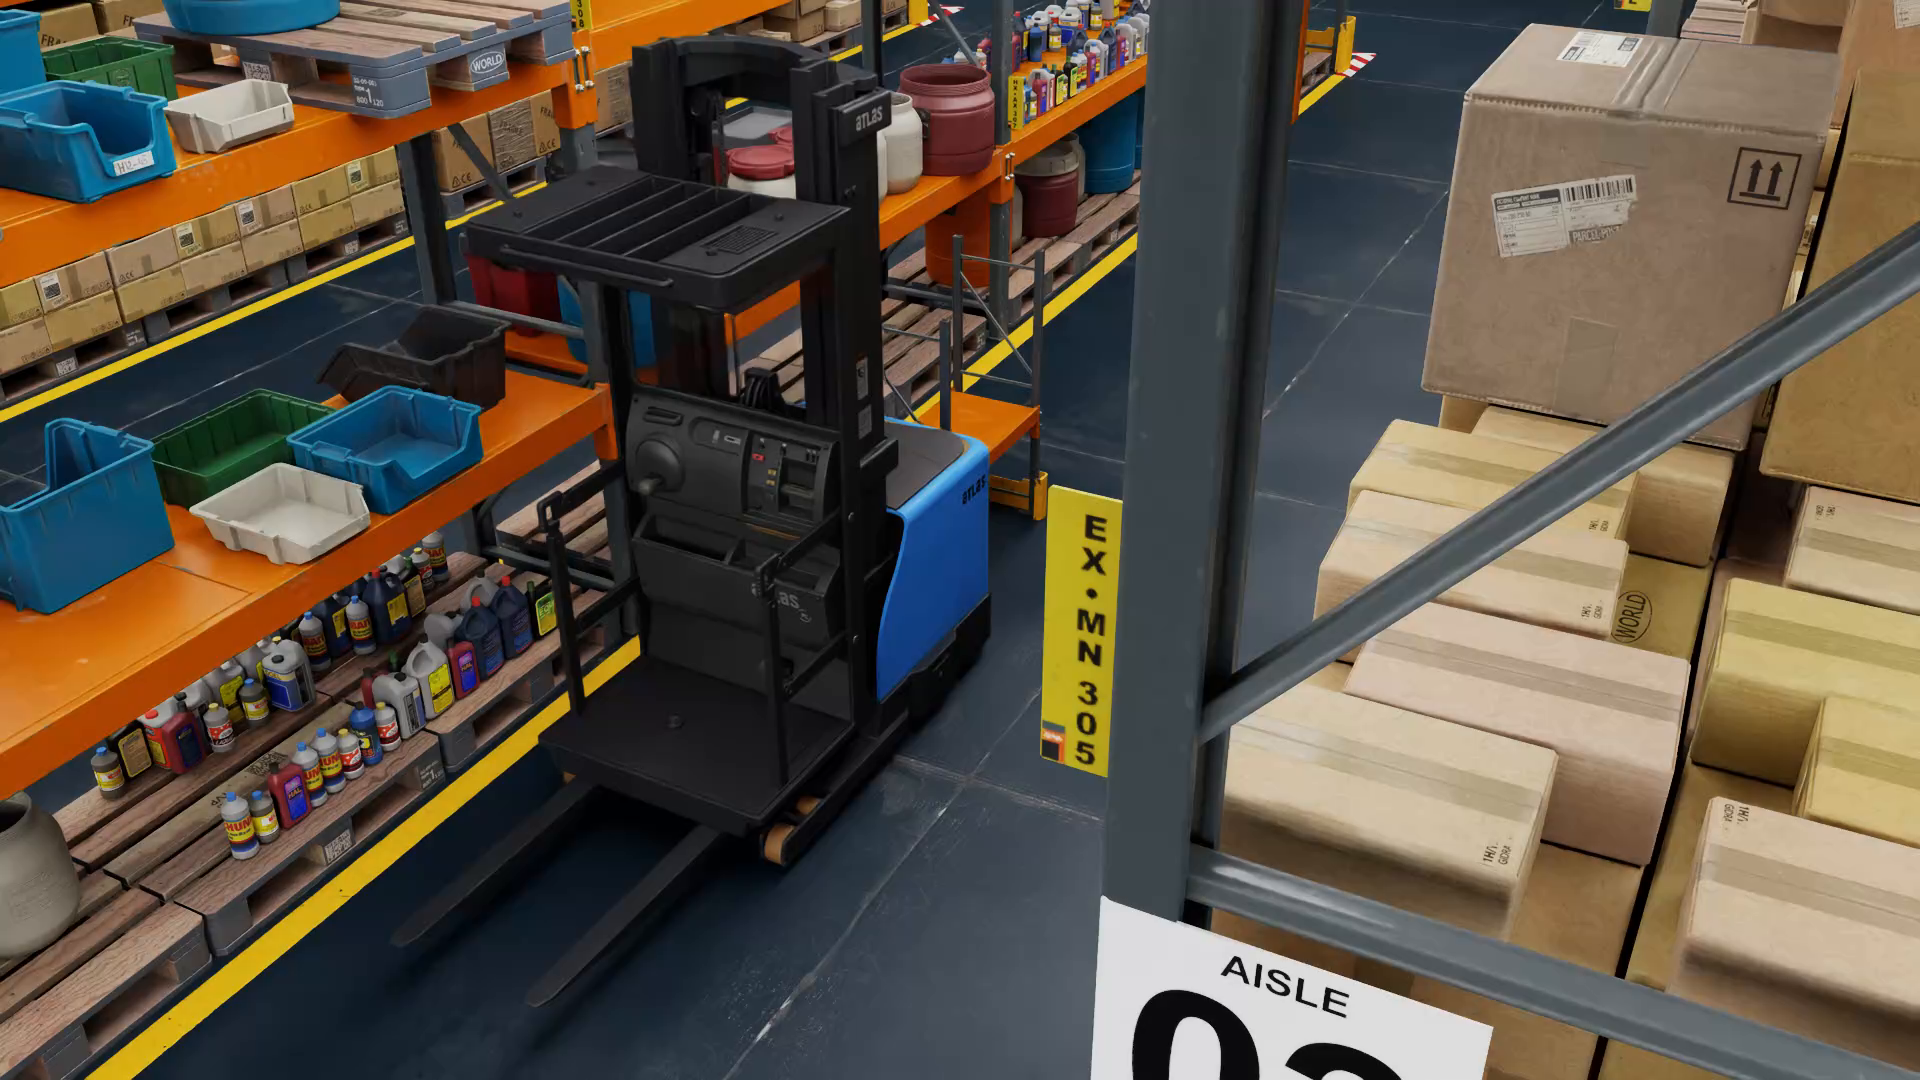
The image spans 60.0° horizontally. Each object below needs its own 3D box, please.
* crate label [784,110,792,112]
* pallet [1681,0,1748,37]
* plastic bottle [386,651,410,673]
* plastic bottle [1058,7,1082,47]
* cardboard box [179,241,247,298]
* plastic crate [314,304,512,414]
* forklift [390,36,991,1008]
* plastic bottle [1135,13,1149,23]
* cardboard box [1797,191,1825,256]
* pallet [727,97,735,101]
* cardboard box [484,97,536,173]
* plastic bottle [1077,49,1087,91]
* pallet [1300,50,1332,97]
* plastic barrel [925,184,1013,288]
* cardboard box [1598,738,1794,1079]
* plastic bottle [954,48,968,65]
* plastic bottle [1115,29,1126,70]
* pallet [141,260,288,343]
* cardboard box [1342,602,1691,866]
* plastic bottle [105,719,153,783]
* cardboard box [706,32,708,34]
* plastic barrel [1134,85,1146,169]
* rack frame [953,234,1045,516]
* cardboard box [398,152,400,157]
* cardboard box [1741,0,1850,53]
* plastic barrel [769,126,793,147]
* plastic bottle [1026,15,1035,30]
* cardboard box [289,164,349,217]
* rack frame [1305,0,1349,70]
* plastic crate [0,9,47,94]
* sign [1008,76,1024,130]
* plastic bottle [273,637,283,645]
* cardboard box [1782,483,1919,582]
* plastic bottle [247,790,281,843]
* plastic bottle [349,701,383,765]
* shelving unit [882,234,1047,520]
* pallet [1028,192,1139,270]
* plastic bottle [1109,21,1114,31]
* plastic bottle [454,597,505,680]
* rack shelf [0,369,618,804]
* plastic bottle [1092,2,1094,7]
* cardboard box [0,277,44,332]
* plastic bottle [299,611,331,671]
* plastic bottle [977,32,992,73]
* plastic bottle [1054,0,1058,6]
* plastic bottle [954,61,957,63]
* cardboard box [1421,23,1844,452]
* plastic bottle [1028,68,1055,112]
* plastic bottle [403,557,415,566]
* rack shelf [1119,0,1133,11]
[{"bbox_3d":[-0.843,-2.387,9.860,0.502,0.435,0.616,14,33,23],"label":"crate label"},{"bbox_3d":[3.283,-1.784,6.020,1.213,0.211,1.003,14,33,23],"label":"pallet"},{"bbox_3d":[-2.346,0.576,7.020,0.061,0.283,0.133,14,33,23],"label":"plastic bottle"},{"bbox_3d":[0.836,-3.907,12.666,0.152,0.276,0.135,14,33,23],"label":"plastic bottle"},{"bbox_3d":[-5.275,-1.898,11.382,0.500,0.250,0.500,15,33,24],"label":"cardboard box"},{"bbox_3d":[-2.323,-0.748,7.102,0.767,0.338,0.504,14,33,23],"label":"plastic crate"},{"bbox_3d":[-0.997,-0.252,6.245,1.130,2.935,3.031,15,33,24],"label":"forklift"},{"bbox_3d":[1.385,-3.837,12.544,0.152,0.276,0.135,14,33,23],"label":"plastic bottle"},{"bbox_3d":[2.215,-0.600,3.920,0.500,0.250,0.500,15,33,24],"label":"cardboard box"},{"bbox_3d":[-2.421,-4.745,16.801,1.003,0.211,1.213,14,33,23],"label":"pallet"},{"bbox_3d":[-3.862,-3.354,13.646,0.500,0.500,0.500,13,32,22],"label":"cardboard box"},{"bbox_3d":[0.834,-3.269,11.559,0.097,0.271,0.097,0,30,0],"label":"plastic bottle"},{"bbox_3d":[3.085,-4.732,16.778,1.003,0.211,1.213,14,33,23],"label":"pallet"},{"bbox_3d":[0.058,-2.213,11.349,0.600,0.830,0.708,14,33,23],"label":"plastic barrel"},{"bbox_3d":[1.065,0.528,1.957,0.500,0.250,0.500,15,33,25],"label":"cardboard box"},{"bbox_3d":[0.007,-3.293,11.602,0.097,0.271,0.097,0,30,0],"label":"plastic bottle"},{"bbox_3d":[1.153,-3.565,12.063,0.061,0.283,0.133,14,33,23],"label":"plastic bottle"},{"bbox_3d":[-5.524,-1.772,11.624,1.003,0.211,1.213,14,33,23],"label":"pallet"},{"bbox_3d":[0.687,0.228,2.080,0.380,0.149,0.250,13,32,22],"label":"cardboard box"},{"bbox_3d":[-3.310,0.813,6.608,0.061,0.283,0.133,15,33,24],"label":"plastic bottle"},{"bbox_3d":[-2.728,-5.074,16.641,0.500,0.500,0.500,14,33,23],"label":"cardboard box"},{"bbox_3d":[1.410,-3.559,13.621,0.600,0.901,0.708,14,33,23],"label":"plastic barrel"},{"bbox_3d":[0.193,-0.838,8.703,0.500,1.500,0.032,14,33,23],"label":"rack frame"},{"bbox_3d":[-4.340,-3.451,13.816,0.500,0.500,0.500,16,33,25],"label":"cardboard box"},{"bbox_3d":[2.740,-1.568,4.931,0.797,0.503,0.637,13,32,21],"label":"cardboard box"},{"bbox_3d":[-0.809,-1.928,8.959,0.433,0.535,0.433,0,30,0],"label":"plastic barrel"},{"bbox_3d":[0.518,-3.791,12.469,0.097,0.271,0.097,0,30,0],"label":"plastic bottle"},{"bbox_3d":[-4.807,-2.590,12.024,0.500,0.311,0.500,14,33,23],"label":"cardboard box"},{"bbox_3d":[3.495,-6.298,16.705,1.000,3.000,0.127,14,33,23],"label":"rack frame"},{"bbox_3d":[-3.193,-1.412,5.201,0.392,0.384,0.575,14,33,23],"label":"plastic crate"},{"bbox_3d":[0.344,-2.700,10.276,0.100,0.325,0.005,14,33,23],"label":"sign"},{"bbox_3d":[-2.944,0.512,7.214,0.097,0.201,0.097,0,30,0],"label":"plastic bottle"},{"bbox_3d":[1.458,-0.004,2.482,0.380,0.149,0.250,14,33,23],"label":"cardboard box"},{"bbox_3d":[-2.643,1.039,6.297,0.097,0.201,0.097,0,30,0],"label":"plastic bottle"},{"bbox_3d":[-2.396,0.768,6.698,0.097,0.271,0.097,0,30,0],"label":"plastic bottle"},{"bbox_3d":[-0.035,-0.617,8.318,0.587,1.500,1.083,14,33,23],"label":"shelving unit"},{"bbox_3d":[0.730,-2.440,12.787,1.003,0.211,1.213,14,33,23],"label":"pallet"},{"bbox_3d":[1.098,-3.693,12.297,0.097,0.271,0.097,0,30,0],"label":"plastic bottle"},{"bbox_3d":[-2.096,0.416,7.232,0.144,0.351,0.185,13,32,21],"label":"plastic bottle"},{"bbox_3d":[-2.883,0.221,6.076,1.077,0.370,4.000,14,33,23],"label":"rack shelf"},{"bbox_3d":[1.029,-4.258,13.352,0.097,0.201,0.097,0,30,0],"label":"plastic bottle"},{"bbox_3d":[-5.969,-1.463,10.062,0.500,0.311,0.500,14,33,23],"label":"cardboard box"},{"bbox_3d":[-2.828,0.435,7.278,0.097,0.271,0.097,0,30,0],"label":"plastic bottle"},{"bbox_3d":[0.176,-3.483,11.921,0.061,0.283,0.133,14,33,23],"label":"plastic bottle"},{"bbox_3d":[0.721,-4.014,12.846,0.061,0.283,0.133,14,33,23],"label":"plastic bottle"},{"bbox_3d":[-0.038,-3.220,11.545,0.097,0.201,0.097,0,30,0],"label":"plastic bottle"},{"bbox_3d":[1.096,-0.516,2.722,0.500,0.500,0.500,14,33,23],"label":"cardboard box"},{"bbox_3d":[0.546,-3.021,11.123,0.152,0.276,0.135,14,33,23],"label":"plastic bottle"},{"bbox_3d":[-2.600,0.177,7.798,0.097,0.201,0.097,0,30,0],"label":"plastic bottle"},{"bbox_3d":[2.584,-5.099,15.340,1.077,0.370,4.000,14,33,23],"label":"rack shelf"}]
